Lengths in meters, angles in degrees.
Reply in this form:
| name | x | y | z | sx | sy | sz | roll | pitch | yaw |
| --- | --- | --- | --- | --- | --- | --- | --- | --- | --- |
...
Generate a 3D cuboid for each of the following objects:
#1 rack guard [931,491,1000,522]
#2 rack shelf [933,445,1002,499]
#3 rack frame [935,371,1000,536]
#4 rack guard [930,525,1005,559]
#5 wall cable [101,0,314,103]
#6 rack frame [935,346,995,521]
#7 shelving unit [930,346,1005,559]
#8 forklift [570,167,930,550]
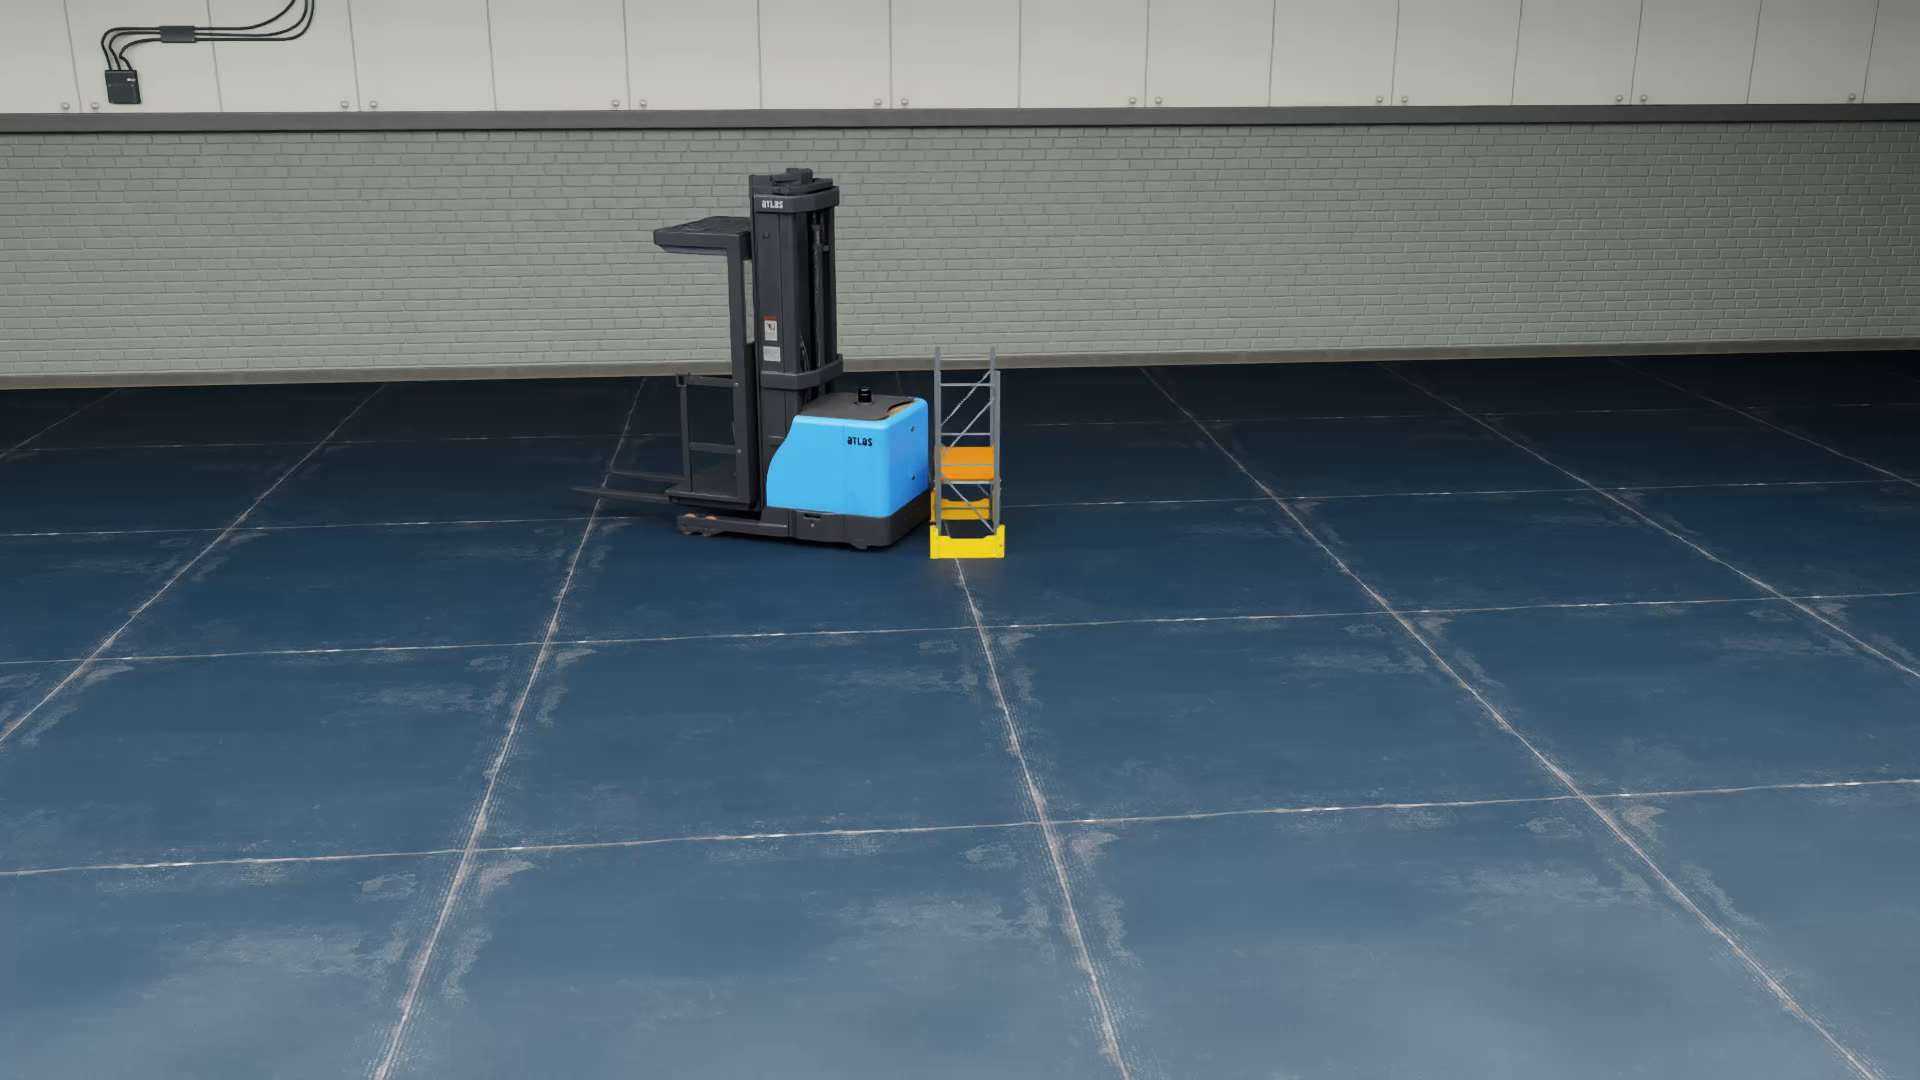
| name | x | y | z | sx | sy | sz | roll | pitch | yaw |
| --- | --- | --- | --- | --- | --- | --- | --- | --- | --- |
| rack guard | 0.044 | -0.285 | 14.167 | 0.587 | 0.250 | 0.087 | 0 | 17 | -1 |
| rack shelf | 0.052 | -0.563 | 13.567 | 0.538 | 0.185 | 1.000 | 0 | 17 | -1 |
| rack frame | 0.060 | -0.582 | 13.028 | 0.500 | 1.500 | 0.032 | 0 | 17 | -1 |
| rack guard | 0.060 | 0.014 | 13.217 | 0.587 | 0.250 | 0.087 | 0 | 17 | -1 |
| wall cable | -8.248 | -7.729 | 17.596 | 2.305 | 6.003 | 0.169 | -2 | 18 | -6 |
| rack frame | 0.043 | -0.887 | 13.998 | 0.500 | 1.500 | 0.032 | 0 | 17 | -1 |
| shelving unit | 0.052 | -0.732 | 13.504 | 0.587 | 1.500 | 1.083 | 0 | 17 | -1 |
| forklift | -1.828 | -1.569 | 13.781 | 3.031 | 2.935 | 1.130 | 6 | 18 | 18 |
